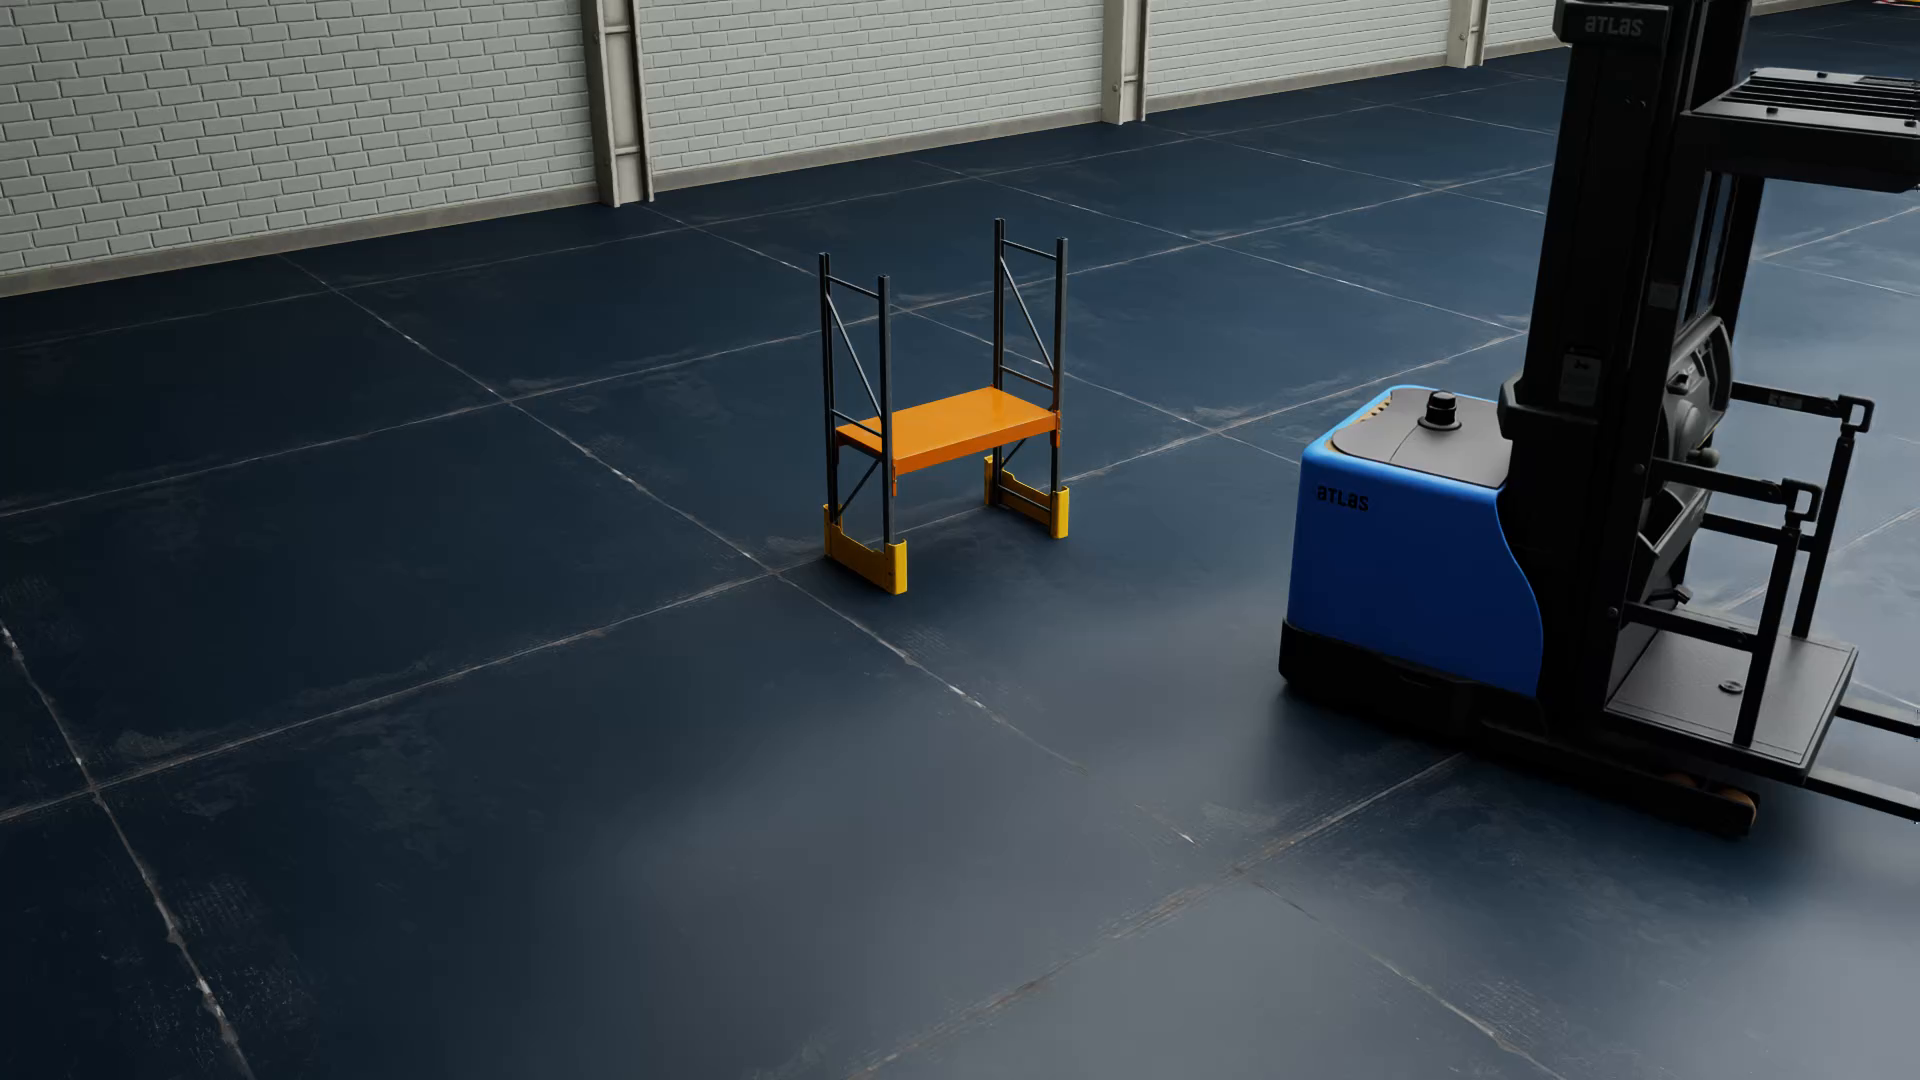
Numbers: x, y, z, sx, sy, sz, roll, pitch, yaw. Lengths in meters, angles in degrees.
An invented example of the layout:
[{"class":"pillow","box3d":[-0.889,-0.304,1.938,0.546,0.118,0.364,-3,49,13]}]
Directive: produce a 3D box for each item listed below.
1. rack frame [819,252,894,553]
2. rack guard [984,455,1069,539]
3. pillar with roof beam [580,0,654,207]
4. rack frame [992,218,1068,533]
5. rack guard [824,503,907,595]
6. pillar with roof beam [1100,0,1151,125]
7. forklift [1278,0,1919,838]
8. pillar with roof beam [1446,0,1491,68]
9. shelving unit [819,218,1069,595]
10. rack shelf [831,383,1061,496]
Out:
[{"class":"rack frame","box3d":[-0.467,-0.526,7.602,0.032,1.500,0.500,-18,31,-34]},{"class":"rack guard","box3d":[0.332,-0.223,8.433,0.087,0.250,0.587,-18,31,-34]},{"class":"pillar with roof beam","box3d":[-0.298,-5.659,9.754,0.400,9.000,9.100,-18,31,-34]},{"class":"rack frame","box3d":[0.333,-0.790,8.171,0.032,1.500,0.500,-18,31,-34]},{"class":"rack guard","box3d":[-0.452,0.036,7.876,0.087,0.250,0.587,-18,31,-34]},{"class":"pillar with roof beam","box3d":[4.424,-7.218,13.113,0.400,9.000,9.100,-18,31,-34]},{"class":"forklift","box3d":[2.820,-0.520,5.888,3.031,2.935,1.130,17,30,32]},{"class":"pillar with roof beam","box3d":[9.145,-8.776,16.471,0.400,9.000,9.100,-18,31,-34]},{"class":"shelving unit","box3d":[-0.060,-0.661,7.892,1.083,1.500,0.587,-18,31,-34]},{"class":"rack shelf","box3d":[-0.067,-0.495,7.962,1.000,0.185,0.538,-18,31,-34]}]
